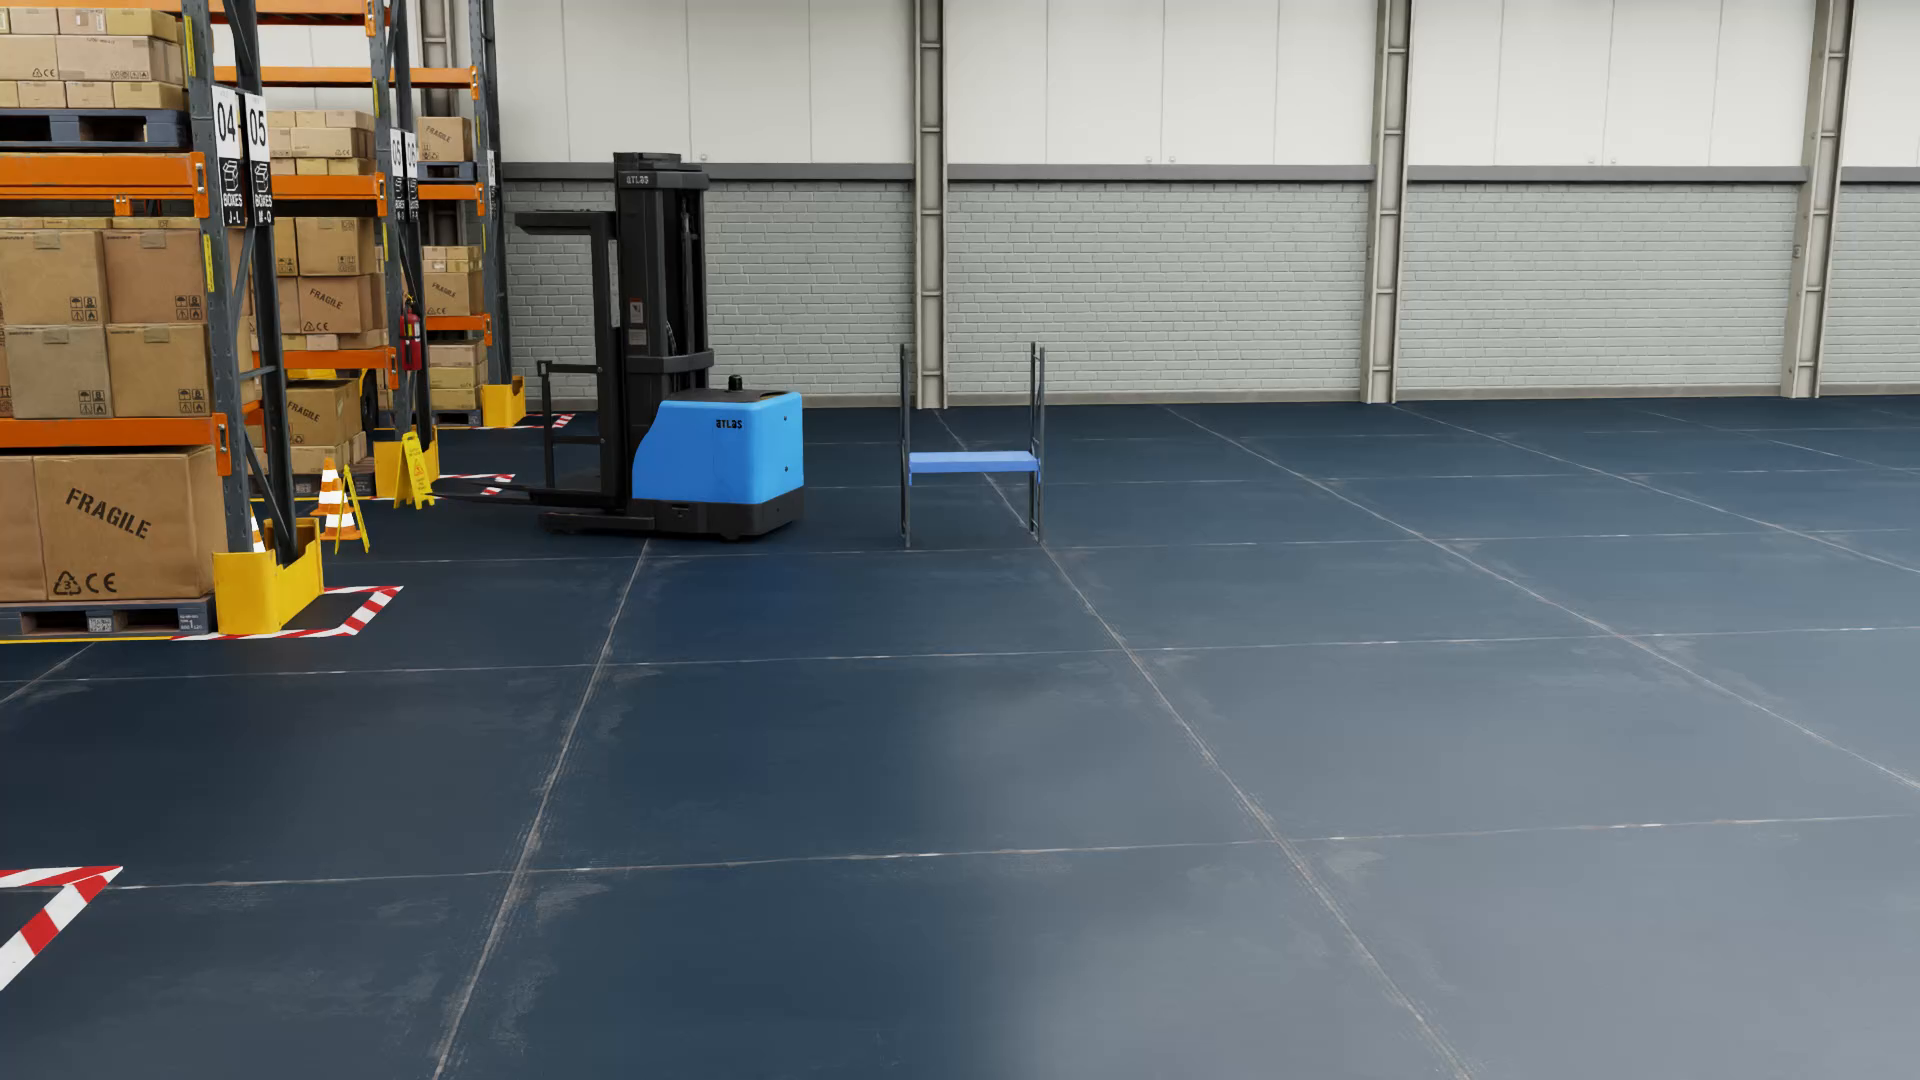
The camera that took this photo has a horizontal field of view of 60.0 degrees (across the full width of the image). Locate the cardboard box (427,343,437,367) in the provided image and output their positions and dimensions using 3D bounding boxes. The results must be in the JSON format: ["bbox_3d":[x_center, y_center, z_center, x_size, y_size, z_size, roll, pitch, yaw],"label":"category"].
[{"bbox_3d":[-6.480,-2.180,19.627,0.500,0.250,0.500,-1,11,-5],"label":"cardboard box"}]

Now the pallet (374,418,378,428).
[{"bbox_3d":[-7.514,-1.496,19.933,1.213,0.211,1.003,-1,11,-6],"label":"pallet"}]

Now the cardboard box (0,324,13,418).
[{"bbox_3d":[-5.852,-1.068,10.138,0.550,0.550,0.875,-1,11,-6],"label":"cardboard box"}]

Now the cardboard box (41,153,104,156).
[{"bbox_3d":[-7.507,-3.400,14.226,0.500,0.250,0.500,-1,11,-6],"label":"cardboard box"}]

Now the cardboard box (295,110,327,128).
[{"bbox_3d":[-5.574,-3.640,14.414,0.250,0.149,0.380,-1,11,-5],"label":"cardboard box"}]

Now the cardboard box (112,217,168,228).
[{"bbox_3d":[-7.004,-2.572,14.550,0.500,0.500,0.700,-1,11,-6],"label":"cardboard box"}]

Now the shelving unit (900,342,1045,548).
[{"bbox_3d":[0.085,-0.738,12.732,1.048,1.500,0.538,-1,11,-6],"label":"shelving unit"}]

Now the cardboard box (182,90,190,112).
[{"bbox_3d":[-4.749,-2.672,10.213,0.250,0.149,0.380,-1,11,-6],"label":"cardboard box"}]

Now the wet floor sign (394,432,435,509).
[{"bbox_3d":[-4.704,-0.605,14.274,0.232,0.644,0.267,3,11,14],"label":"wet floor sign"}]

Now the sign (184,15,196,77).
[{"bbox_3d":[-4.329,-2.778,9.354,0.005,0.325,0.100,-1,11,-6],"label":"sign"}]

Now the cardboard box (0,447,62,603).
[{"bbox_3d":[-5.915,-0.132,10.185,0.875,0.875,0.875,-1,11,-7],"label":"cardboard box"}]

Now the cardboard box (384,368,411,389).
[{"bbox_3d":[-6.498,-1.937,19.689,0.500,0.250,0.500,-1,11,-7],"label":"cardboard box"}]

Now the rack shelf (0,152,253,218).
[{"bbox_3d":[-6.362,-2.092,9.820,4.000,0.370,1.077,-1,11,-6],"label":"rack shelf"}]

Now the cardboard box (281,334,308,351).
[{"bbox_3d":[-5.855,-1.762,14.705,0.250,0.149,0.380,-1,11,-7],"label":"cardboard box"}]

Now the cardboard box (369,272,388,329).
[{"bbox_3d":[-5.510,-2.200,15.252,0.500,0.500,0.500,-1,11,-7],"label":"cardboard box"}]

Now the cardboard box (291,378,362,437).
[{"bbox_3d":[-5.864,-1.222,15.404,0.500,0.500,0.500,-2,11,-8],"label":"cardboard box"}]

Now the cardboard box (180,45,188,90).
[{"bbox_3d":[-4.881,-2.853,10.098,0.500,0.250,0.500,-1,11,-6],"label":"cardboard box"}]

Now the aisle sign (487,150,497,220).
[{"bbox_3d":[-5.452,-4.134,19.381,0.004,0.787,0.394,-1,11,-6],"label":"aisle sign"}]

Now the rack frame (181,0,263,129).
[{"bbox_3d":[-4.374,-3.958,9.673,0.127,3.000,1.000,-1,11,-6],"label":"rack frame"}]

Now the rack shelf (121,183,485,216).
[{"bbox_3d":[-7.537,-3.991,19.480,4.000,0.370,1.077,-1,11,-6],"label":"rack shelf"}]

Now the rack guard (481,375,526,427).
[{"bbox_3d":[-5.525,-1.687,20.155,0.348,0.500,1.175,-1,11,-6],"label":"rack guard"}]

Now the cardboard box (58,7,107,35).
[{"bbox_3d":[-4.920,-2.932,9.468,0.250,0.149,0.380,-1,11,-6],"label":"cardboard box"}]

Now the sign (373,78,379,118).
[{"bbox_3d":[-4.969,-3.761,14.152,0.005,0.325,0.100,-1,11,-6],"label":"sign"}]

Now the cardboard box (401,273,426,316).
[{"bbox_3d":[-6.526,-2.893,19.548,0.500,0.500,0.500,-1,11,-4],"label":"cardboard box"}]

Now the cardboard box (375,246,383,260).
[{"bbox_3d":[-6.883,-3.339,19.367,0.250,0.149,0.380,-1,11,-5],"label":"cardboard box"}]

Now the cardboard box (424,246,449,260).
[{"bbox_3d":[-6.124,-3.368,19.511,0.250,0.149,0.380,-1,11,-6],"label":"cardboard box"}]

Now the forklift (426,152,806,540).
[{"bbox_3d":[-2.834,-1.576,13.286,3.031,2.935,1.130,3,12,16],"label":"forklift"}]

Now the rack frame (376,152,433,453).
[{"bbox_3d":[-5.009,-1.962,15.070,0.127,3.000,1.000,-1,11,-6],"label":"rack frame"}]

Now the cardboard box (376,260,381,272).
[{"bbox_3d":[-6.886,-3.198,19.416,0.250,0.149,0.380,-2,11,-8],"label":"cardboard box"}]

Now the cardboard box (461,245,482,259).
[{"bbox_3d":[-5.906,-3.461,19.984,0.250,0.149,0.380,-1,11,-7],"label":"cardboard box"}]

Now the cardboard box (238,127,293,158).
[{"bbox_3d":[-5.990,-3.436,14.410,0.500,0.250,0.500,-1,11,-7],"label":"cardboard box"}]

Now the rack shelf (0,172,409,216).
[{"bbox_3d":[-6.997,-3.039,14.638,4.000,0.370,1.077,-1,11,-6],"label":"rack shelf"}]

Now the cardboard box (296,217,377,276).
[{"bbox_3d":[-5.493,-2.595,14.668,0.500,0.500,0.700,-1,11,-7],"label":"cardboard box"}]

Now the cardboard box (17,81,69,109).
[{"bbox_3d":[-5.174,-2.536,9.517,0.250,0.149,0.380,-1,11,-5],"label":"cardboard box"}]

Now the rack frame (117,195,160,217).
[{"bbox_3d":[-9.525,-2.830,19.488,0.127,3.000,1.000,-1,11,-6],"label":"rack frame"}]

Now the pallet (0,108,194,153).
[{"bbox_3d":[-5.110,-2.425,9.883,1.213,0.211,1.003,-1,11,-6],"label":"pallet"}]

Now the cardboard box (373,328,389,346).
[{"bbox_3d":[-5.369,-1.871,15.260,0.250,0.149,0.380,-1,11,-6],"label":"cardboard box"}]

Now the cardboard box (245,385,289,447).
[{"bbox_3d":[-6.296,-1.108,14.825,0.500,0.500,0.500,-1,11,-4],"label":"cardboard box"}]

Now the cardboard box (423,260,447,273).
[{"bbox_3d":[-6.114,-3.209,19.473,0.250,0.149,0.380,-1,11,-5],"label":"cardboard box"}]

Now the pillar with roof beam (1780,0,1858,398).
[{"bbox_3d":[12.022,-5.565,17.846,0.400,9.000,9.100,-1,11,-6],"label":"pillar with roof beam"}]

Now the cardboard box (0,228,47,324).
[{"bbox_3d":[-5.855,-1.603,10.057,0.550,0.550,0.875,-1,11,-6],"label":"cardboard box"}]

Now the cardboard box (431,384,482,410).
[{"bbox_3d":[-5.982,-1.700,19.778,0.500,0.250,0.500,-1,11,-6],"label":"cardboard box"}]

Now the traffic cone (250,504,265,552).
[{"bbox_3d":[-5.055,-0.031,11.826,0.334,0.463,0.336,-1,11,-6],"label":"traffic cone"}]

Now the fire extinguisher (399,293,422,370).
[{"bbox_3d":[-4.845,-1.838,14.640,0.183,0.674,0.296,-1,11,-6],"label":"fire extinguisher"}]

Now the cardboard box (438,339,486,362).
[{"bbox_3d":[-6.047,-2.287,20.174,0.500,0.250,0.500,-1,11,-7],"label":"cardboard box"}]

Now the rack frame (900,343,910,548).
[{"bbox_3d":[-0.421,-0.727,12.679,0.032,1.500,0.500,-1,11,-6],"label":"rack frame"}]

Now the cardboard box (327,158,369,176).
[{"bbox_3d":[-5.333,-3.249,14.494,0.250,0.149,0.380,-1,11,-6],"label":"cardboard box"}]

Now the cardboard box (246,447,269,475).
[{"bbox_3d":[-6.299,-0.741,14.899,0.500,0.250,0.500,-1,11,-6],"label":"cardboard box"}]

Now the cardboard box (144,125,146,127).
[{"bbox_3d":[-6.834,-3.599,14.209,0.250,0.149,0.380,-1,11,-5],"label":"cardboard box"}]
